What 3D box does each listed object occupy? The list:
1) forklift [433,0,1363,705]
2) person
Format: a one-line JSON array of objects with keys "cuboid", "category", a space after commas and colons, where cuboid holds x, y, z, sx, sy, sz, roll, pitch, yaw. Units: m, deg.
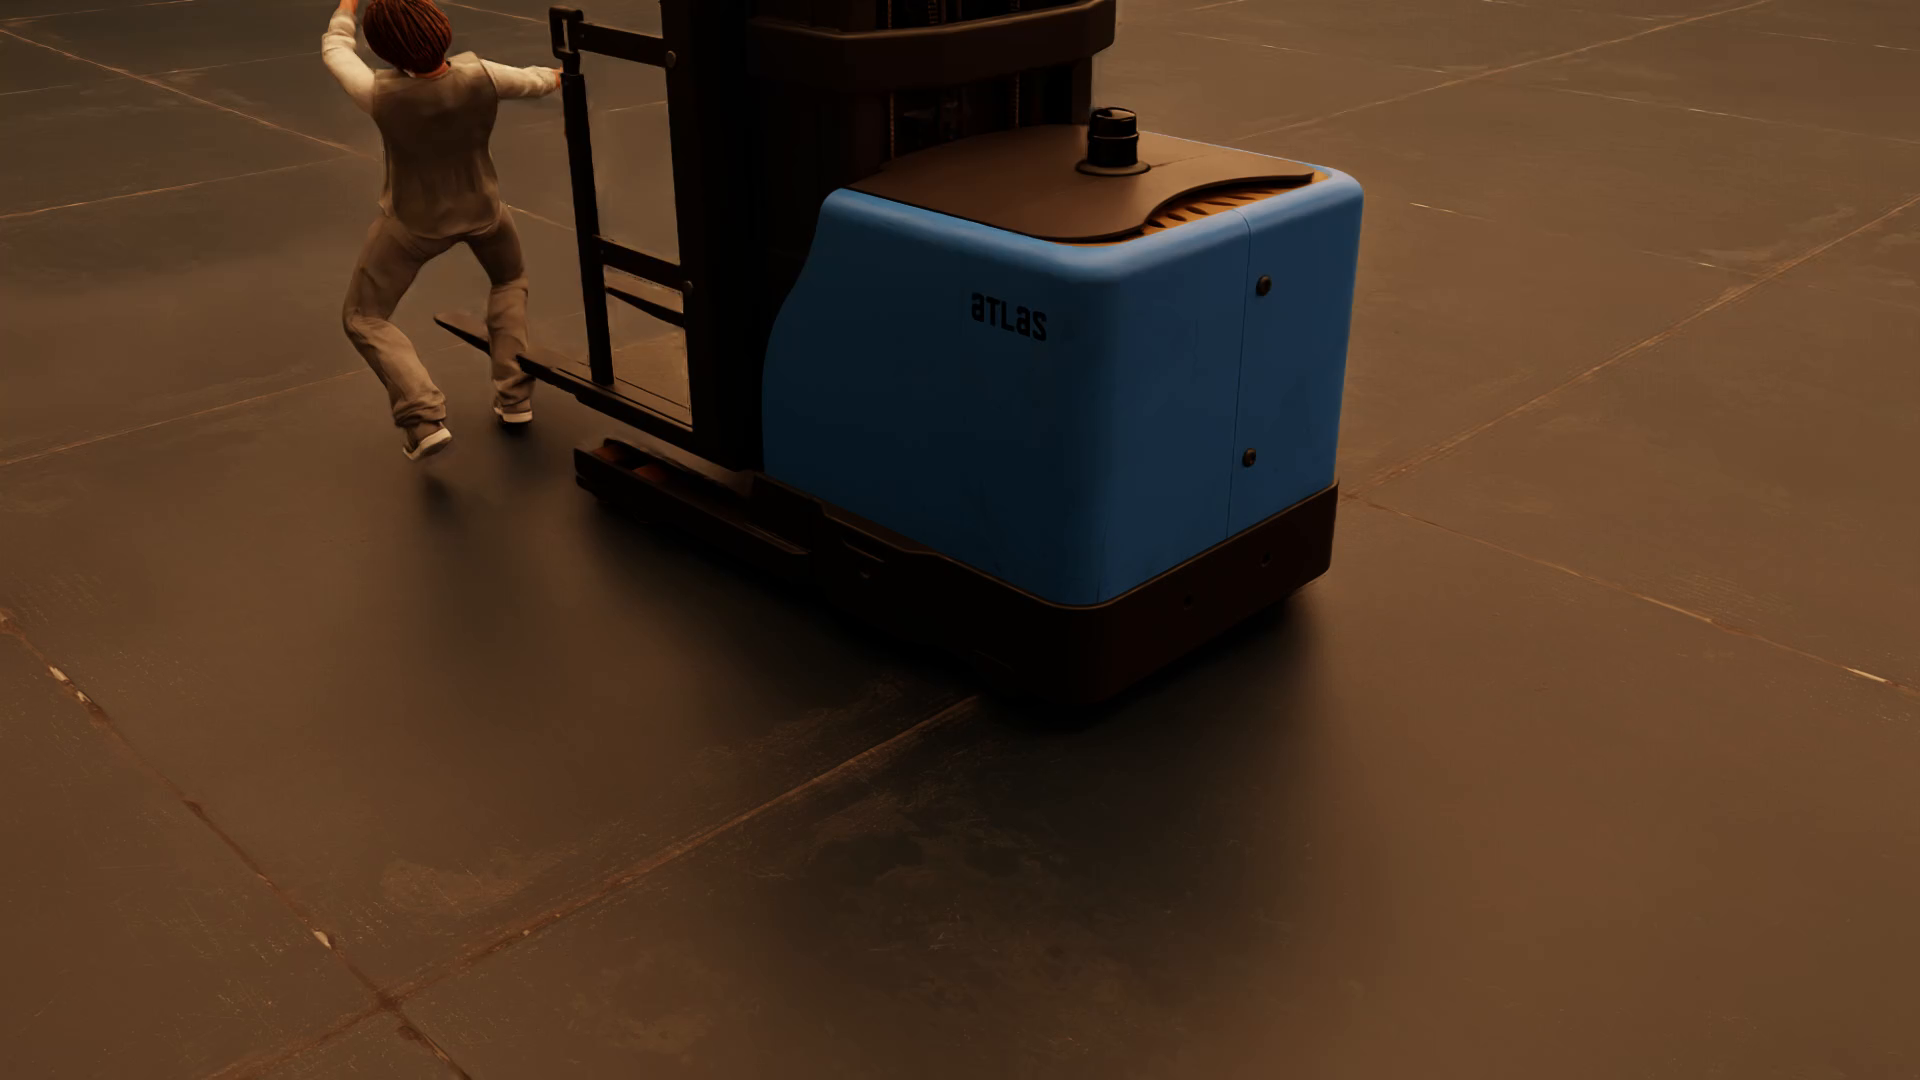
[{"cuboid": [-0.454, -1.503, 4.278, 3.031, 2.935, 1.130, 24, 35, 39], "category": "forklift"}, {"cuboid": [-1.435, -0.992, 4.976, 0.921, 1.386, 0.660, -24, 35, -39], "category": "person"}]
